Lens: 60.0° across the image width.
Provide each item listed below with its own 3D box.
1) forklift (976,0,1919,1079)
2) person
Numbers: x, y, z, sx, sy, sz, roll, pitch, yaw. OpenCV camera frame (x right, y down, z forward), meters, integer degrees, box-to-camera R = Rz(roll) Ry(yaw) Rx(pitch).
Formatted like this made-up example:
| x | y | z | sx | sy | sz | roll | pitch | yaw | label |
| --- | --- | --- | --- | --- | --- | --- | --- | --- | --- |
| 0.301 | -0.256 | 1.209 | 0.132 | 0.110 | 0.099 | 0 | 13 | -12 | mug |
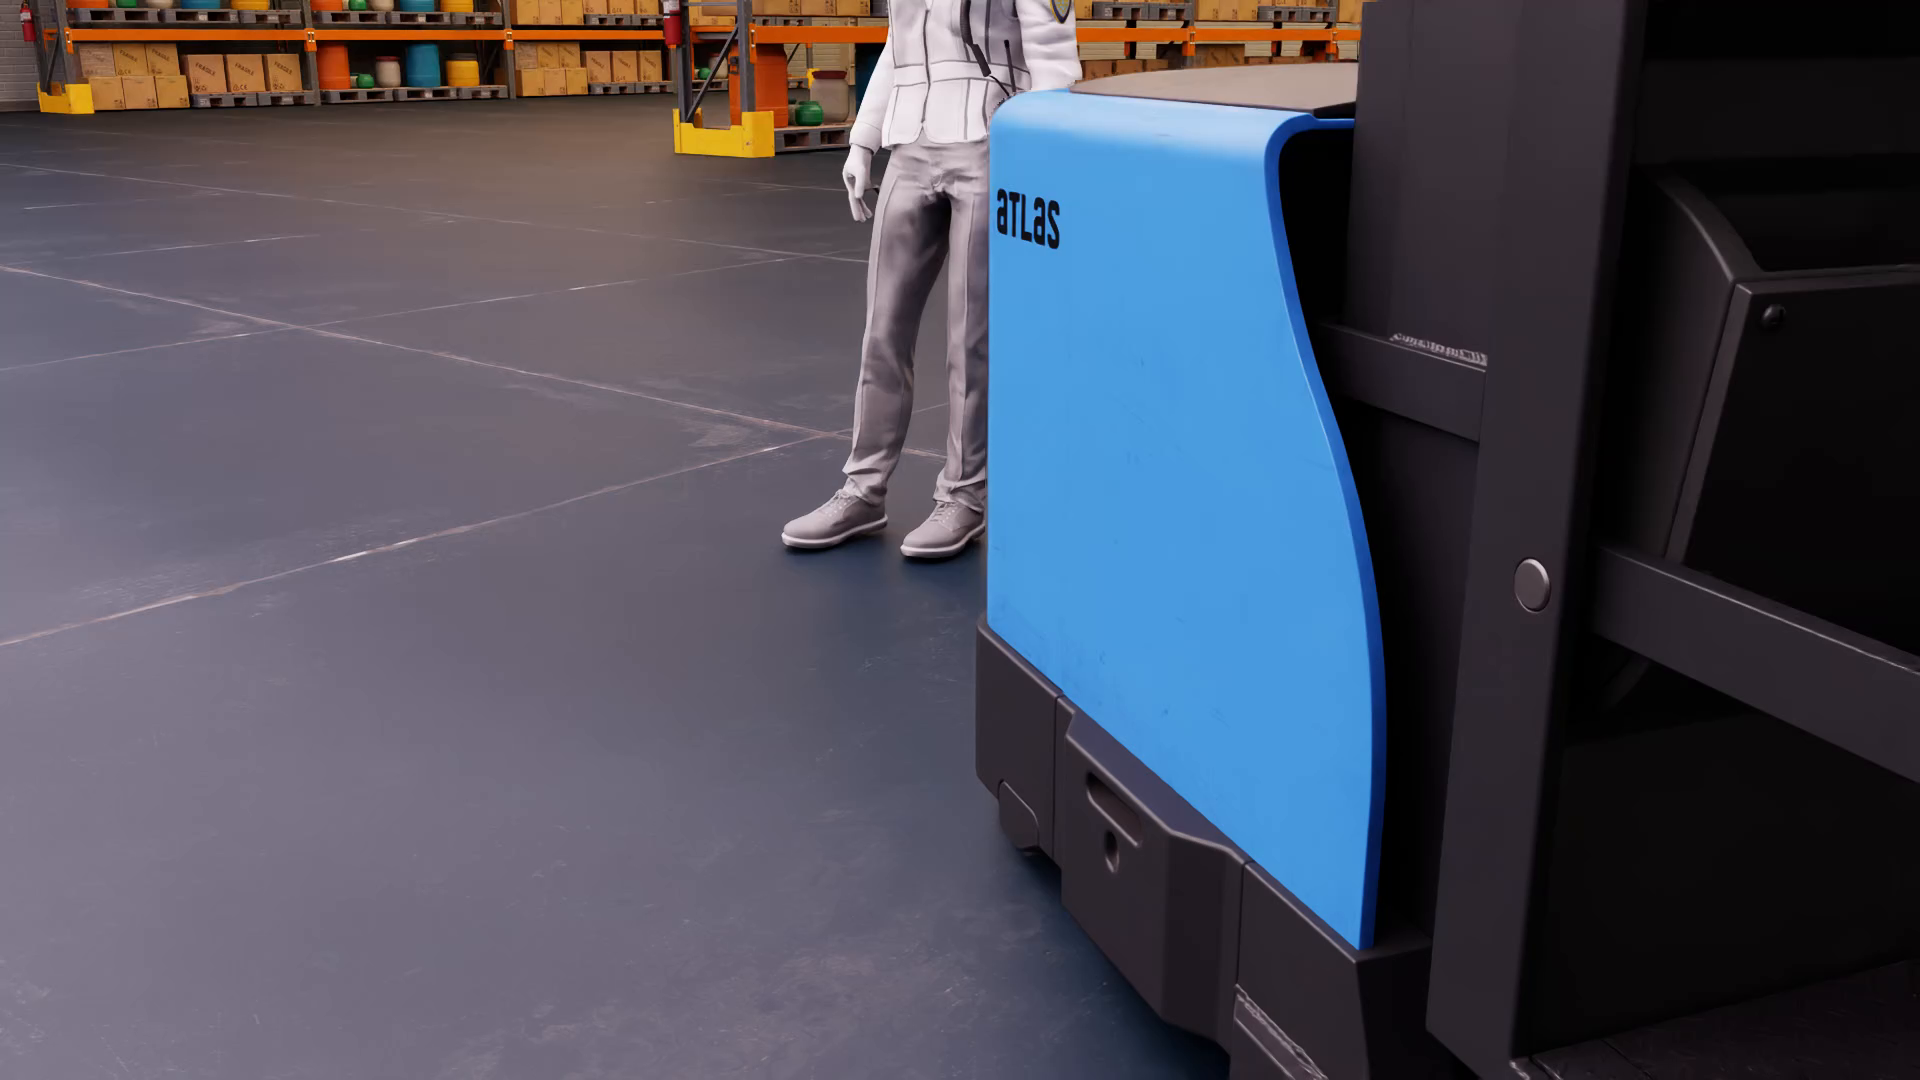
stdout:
| x | y | z | sx | sy | sz | roll | pitch | yaw | label |
| --- | --- | --- | --- | --- | --- | --- | --- | --- | --- |
| 1.017 | -0.642 | 1.011 | 1.130 | 2.935 | 3.031 | -6 | 18 | -20 | forklift |
| -0.049 | -0.804 | 3.648 | 0.586 | 1.694 | 0.531 | 13 | 21 | 37 | person |
